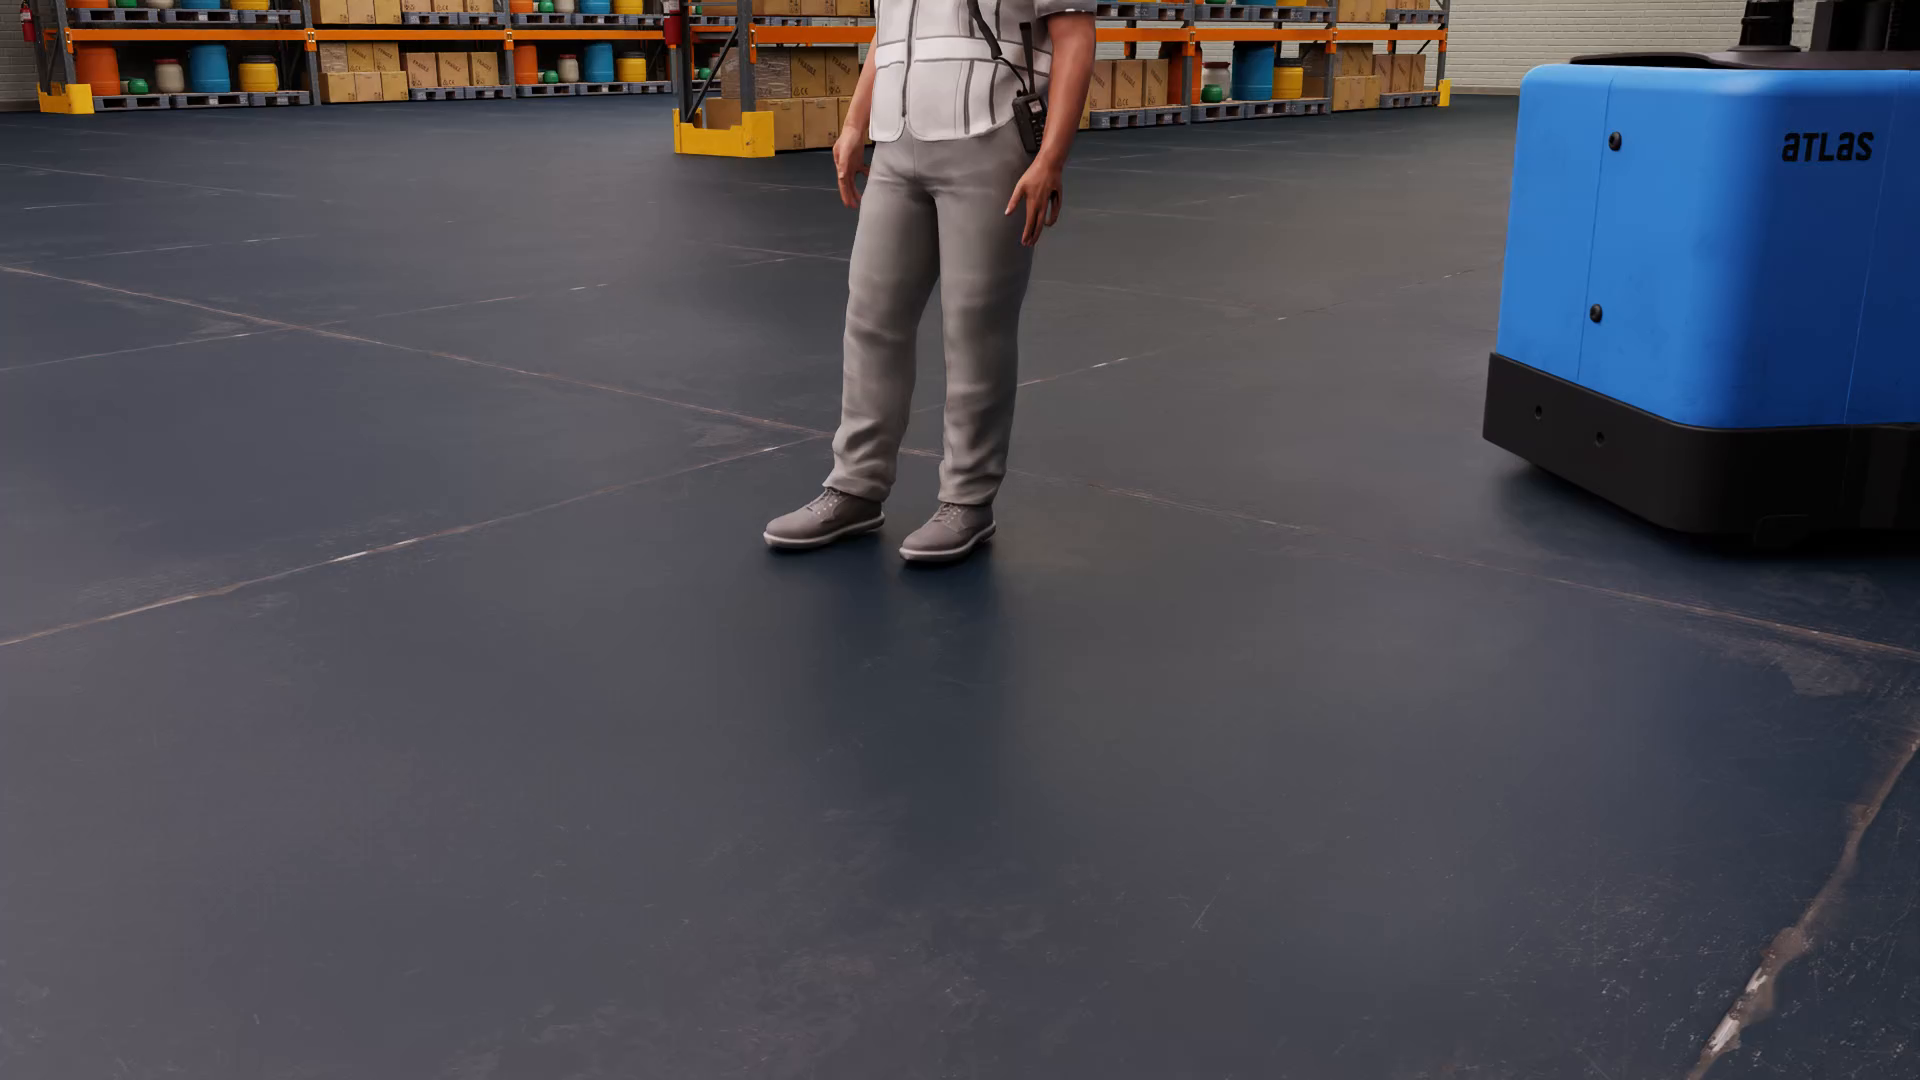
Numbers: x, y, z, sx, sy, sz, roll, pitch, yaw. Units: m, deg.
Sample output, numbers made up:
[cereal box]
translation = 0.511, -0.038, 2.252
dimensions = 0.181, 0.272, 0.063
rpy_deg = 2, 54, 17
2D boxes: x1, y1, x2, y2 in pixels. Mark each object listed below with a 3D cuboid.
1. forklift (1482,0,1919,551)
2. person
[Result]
[forklift]
translation = 3.020, -1.562, 4.040
dimensions = 3.031, 2.935, 1.130
rpy_deg = -3, 17, -9
[person]
translation = -0.059, -0.844, 3.631
dimensions = 0.640, 1.781, 0.575
rpy_deg = 13, 21, 37
